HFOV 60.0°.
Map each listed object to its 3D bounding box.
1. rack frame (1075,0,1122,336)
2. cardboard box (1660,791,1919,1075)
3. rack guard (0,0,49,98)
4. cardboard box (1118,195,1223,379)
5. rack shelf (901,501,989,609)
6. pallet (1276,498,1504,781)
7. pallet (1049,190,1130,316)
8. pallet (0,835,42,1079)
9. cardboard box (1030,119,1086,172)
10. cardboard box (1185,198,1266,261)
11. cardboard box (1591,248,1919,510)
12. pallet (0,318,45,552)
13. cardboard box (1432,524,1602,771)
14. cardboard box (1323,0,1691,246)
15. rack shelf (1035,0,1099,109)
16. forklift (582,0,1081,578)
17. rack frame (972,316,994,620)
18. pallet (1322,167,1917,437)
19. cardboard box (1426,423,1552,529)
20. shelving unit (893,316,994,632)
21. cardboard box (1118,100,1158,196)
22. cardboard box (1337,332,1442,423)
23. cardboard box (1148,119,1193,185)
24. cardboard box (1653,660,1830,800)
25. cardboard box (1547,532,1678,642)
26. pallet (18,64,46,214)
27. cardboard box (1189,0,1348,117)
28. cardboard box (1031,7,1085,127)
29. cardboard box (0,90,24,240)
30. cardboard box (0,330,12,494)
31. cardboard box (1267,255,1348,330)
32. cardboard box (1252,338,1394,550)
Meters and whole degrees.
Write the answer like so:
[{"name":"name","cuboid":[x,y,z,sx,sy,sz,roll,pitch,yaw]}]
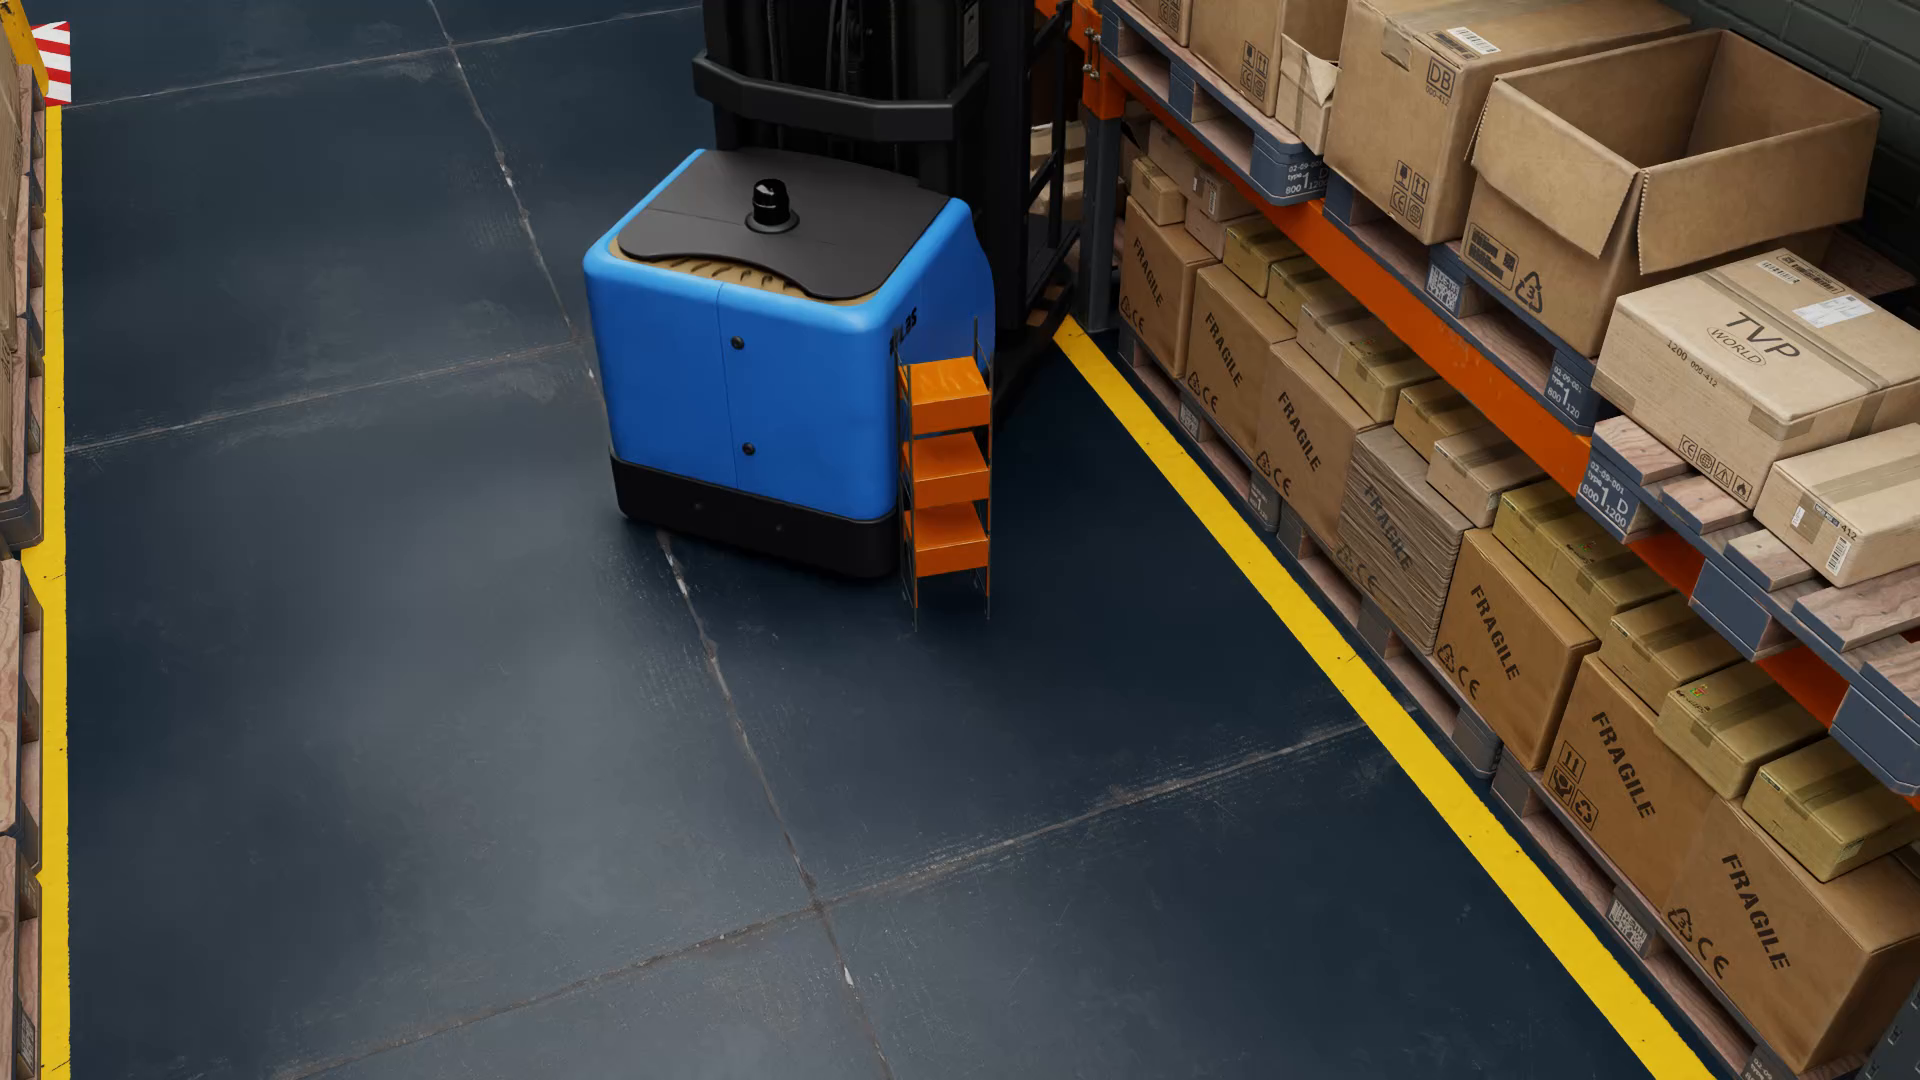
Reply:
[{"name":"rack frame","cuboid":[0.956,-2.121,5.916,1.000,3.000,0.127,-15,43,-17]},{"name":"cardboard box","cuboid":[2.126,0.876,4.026,0.500,0.500,0.500,-14,43,-16]},{"name":"rack guard","cuboid":[-5.168,-2.357,8.107,1.175,0.500,0.348,-15,43,-17]},{"name":"cardboard box","cuboid":[0.933,-0.985,6.190,0.500,0.500,0.500,-13,42,-15]},{"name":"rack shelf","cuboid":[-0.049,0.038,5.343,0.240,0.259,0.215,-9,42,-11]},{"name":"pallet","cuboid":[1.773,0.153,5.411,1.003,0.211,1.213,-15,43,-17]},{"name":"pallet","cuboid":[0.694,-1.478,7.307,1.003,0.211,1.213,-15,43,-17]},{"name":"pallet","cuboid":[-2.793,1.359,4.008,1.003,0.211,1.213,-15,43,-17]},{"name":"cardboard box","cuboid":[0.335,-1.721,7.226,0.396,0.266,0.258,-14,43,-15]},{"name":"cardboard box","cuboid":[1.025,-1.149,5.883,0.380,0.149,0.250,-16,43,-18]},{"name":"cardboard box","cuboid":[1.784,-0.369,3.671,0.500,0.250,0.500,-17,44,-19]},{"name":"pallet","cuboid":[-3.847,-0.301,5.938,1.003,0.211,1.213,-15,43,-17]},{"name":"cardboard box","cuboid":[1.742,0.257,4.746,0.500,0.500,0.500,-13,42,-15]},{"name":"cardboard box","cuboid":[1.433,-1.186,4.430,0.700,0.500,0.500,-15,43,-17]},{"name":"rack shelf","cuboid":[0.191,-3.053,7.552,1.077,0.370,4.000,-15,43,-17]},{"name":"forklift","cuboid":[-0.185,-1.953,5.773,1.130,2.935,3.031,14,43,16]},{"name":"rack frame","cuboid":[0.069,-0.200,5.177,0.008,1.050,0.200,-9,42,-11]},{"name":"pallet","cuboid":[1.738,-0.809,4.538,1.003,0.211,1.213,-15,43,-17]},{"name":"cardboard box","cuboid":[1.582,-0.209,4.790,0.380,0.149,0.250,-17,44,-19]},{"name":"shelving unit","cuboid":[-0.049,-0.181,5.155,0.252,1.050,0.215,-9,42,-11]},{"name":"cardboard box","cuboid":[0.922,-1.718,7.187,0.500,0.311,0.500,-14,43,-15]},{"name":"cardboard box","cuboid":[1.405,-0.525,5.158,0.380,0.149,0.250,-14,43,-15]},{"name":"cardboard box","cuboid":[0.904,-1.424,5.975,0.380,0.149,0.250,-16,43,-18]},{"name":"cardboard box","cuboid":[1.931,0.440,4.035,0.380,0.149,0.250,-17,44,-19]},{"name":"cardboard box","cuboid":[1.811,0.100,4.431,0.380,0.149,0.250,-14,43,-16]},{"name":"pallet","cuboid":[-4.781,-1.771,7.647,1.003,0.211,1.213,-15,43,-17]},{"name":"cardboard box","cuboid":[1.133,-1.659,4.980,0.700,0.500,0.500,-15,43,-16]},{"name":"cardboard box","cuboid":[0.260,-2.200,7.603,0.700,0.500,0.500,-17,43,-18]},{"name":"cardboard box","cuboid":[-4.456,-1.556,6.902,0.875,0.438,0.875,-14,43,-16]},{"name":"cardboard box","cuboid":[-3.770,-0.473,5.643,0.875,0.438,0.875,-16,43,-17]},{"name":"cardboard box","cuboid":[1.251,-0.835,5.518,0.380,0.149,0.250,-16,43,-18]},{"name":"cardboard box","cuboid":[1.333,-0.365,5.469,0.500,0.500,0.500,-16,43,-18]}]
